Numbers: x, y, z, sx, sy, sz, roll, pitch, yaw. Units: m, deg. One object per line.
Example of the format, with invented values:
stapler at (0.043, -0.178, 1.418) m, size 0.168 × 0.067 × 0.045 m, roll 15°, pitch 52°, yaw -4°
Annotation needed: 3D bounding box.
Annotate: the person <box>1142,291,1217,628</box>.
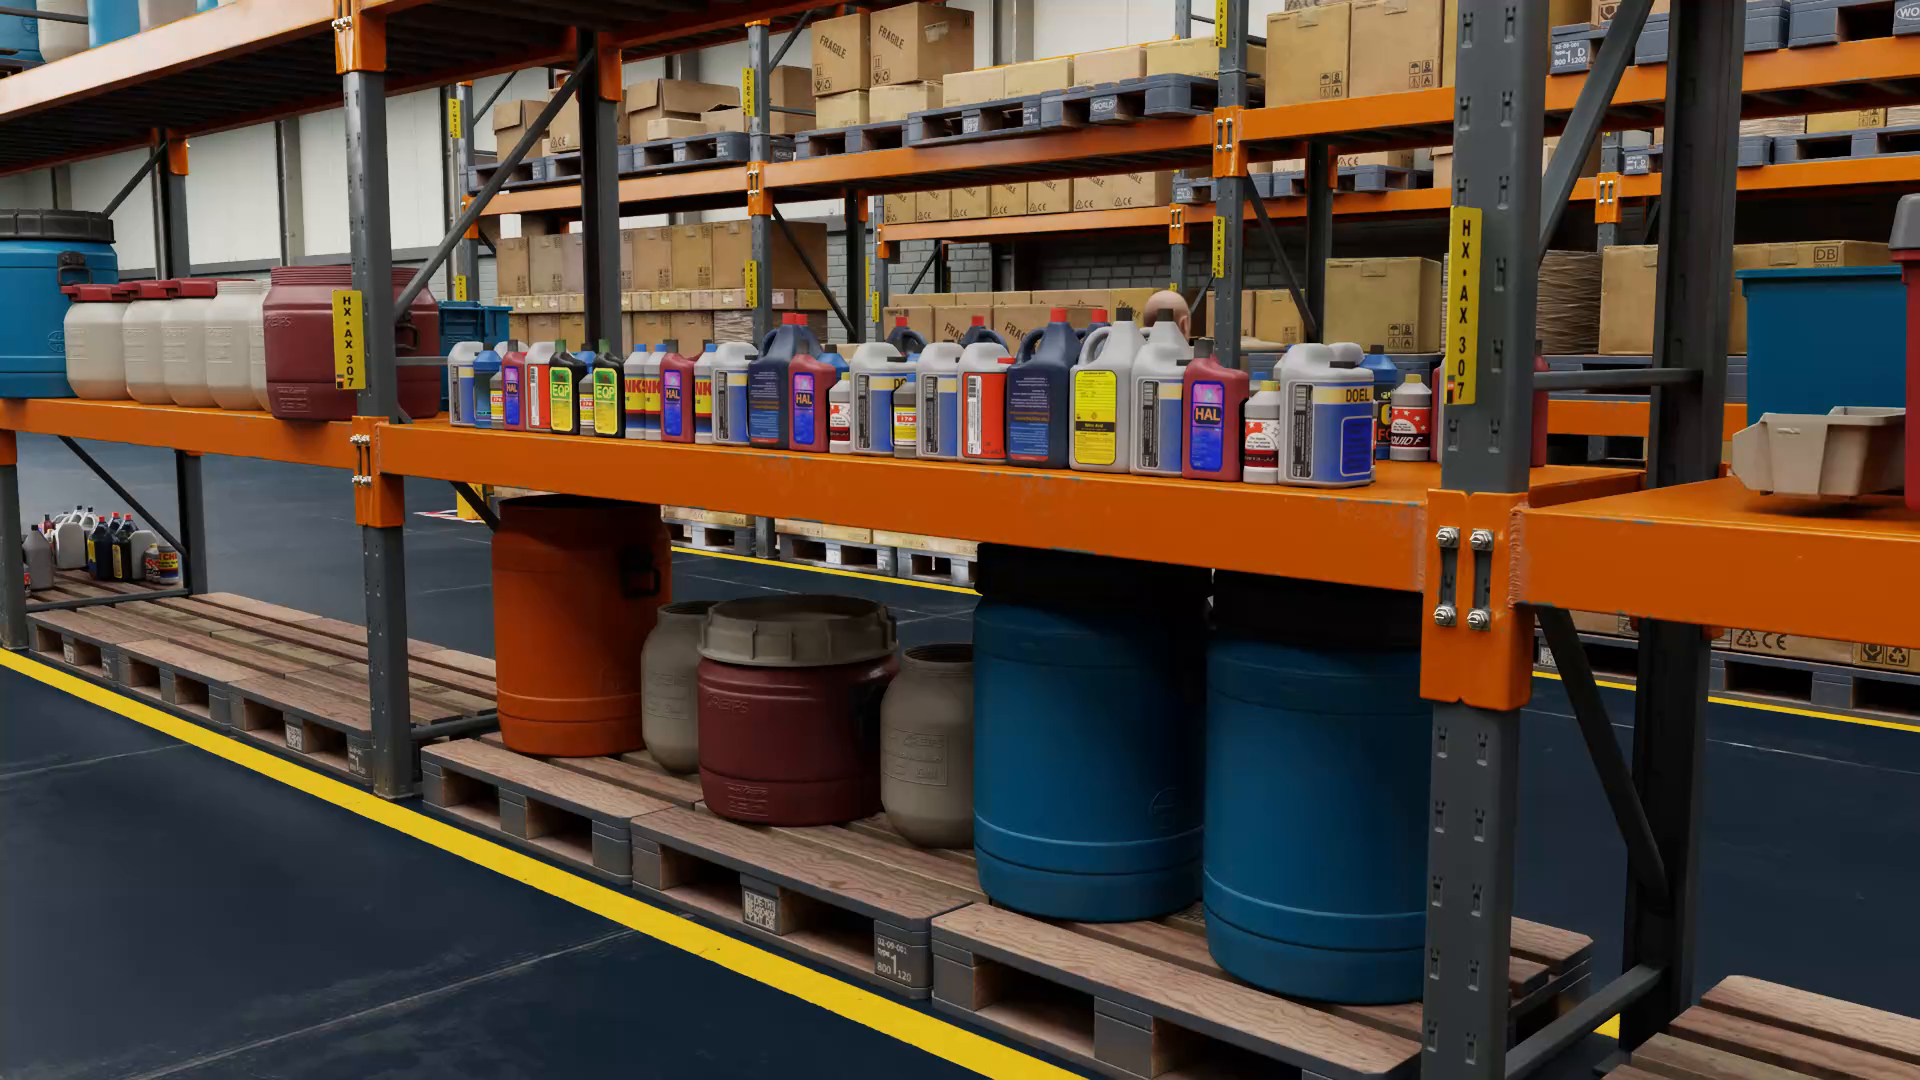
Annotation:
person at (0.799, -0.088, 6.549) m, size 0.646 × 1.772 × 0.429 m, roll 6°, pitch 9°, yaw 40°
